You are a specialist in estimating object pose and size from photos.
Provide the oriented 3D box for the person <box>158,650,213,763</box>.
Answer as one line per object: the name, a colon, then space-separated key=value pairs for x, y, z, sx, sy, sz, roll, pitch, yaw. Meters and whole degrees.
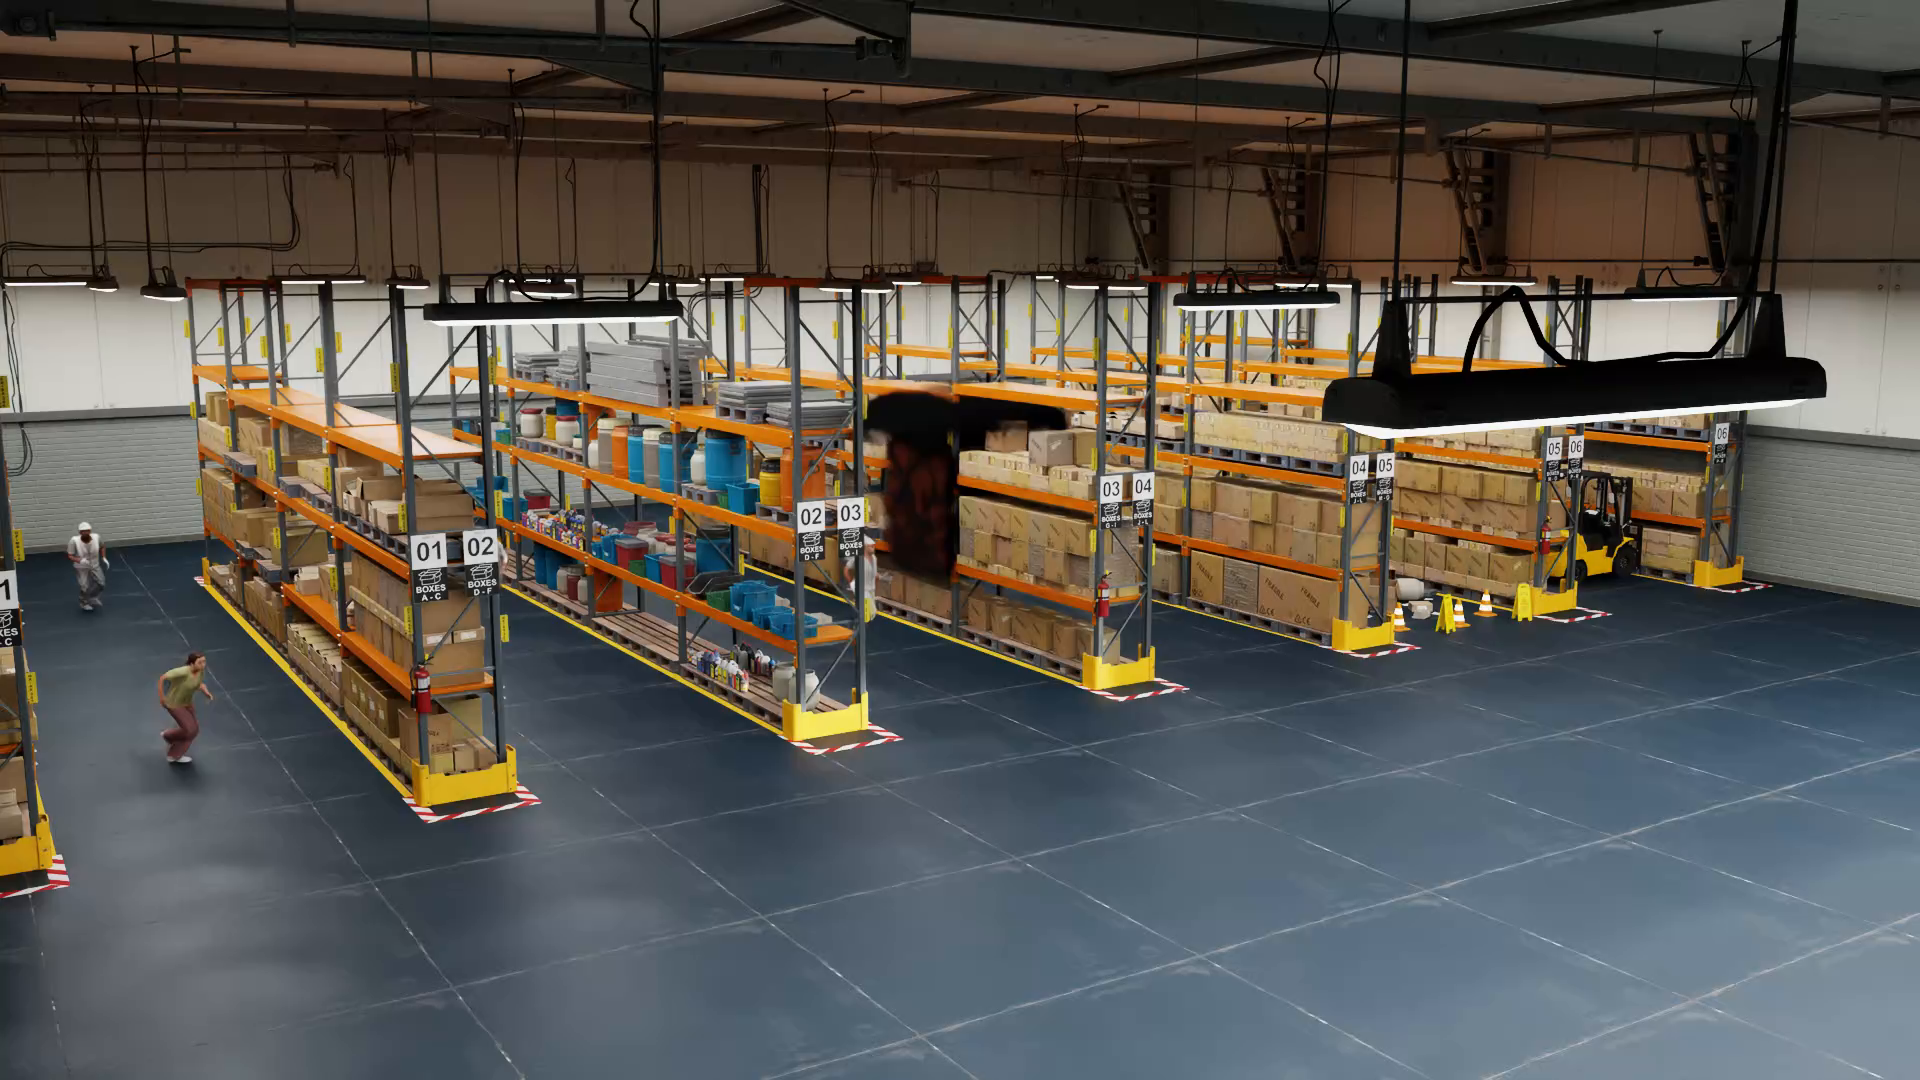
person: x=-9.822 y=2.115 z=21.002 sx=0.766 sy=1.494 sz=0.606 roll=3 pitch=10 yaw=20

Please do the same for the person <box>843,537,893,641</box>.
person: x=-1.496 y=0.819 z=26.717 sx=0.679 sy=1.732 sz=0.666 roll=7 pitch=12 yaw=35

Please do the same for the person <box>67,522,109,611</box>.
person: x=-15.789 y=0.485 z=30.143 sx=0.703 sy=1.666 sz=0.769 roll=-9 pitch=13 yaw=-44

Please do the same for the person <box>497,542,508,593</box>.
person: x=-8.355 y=0.605 z=29.694 sx=0.556 sy=1.604 sz=0.800 roll=-5 pitch=11 yaw=-28

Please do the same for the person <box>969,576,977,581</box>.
person: x=0.560 y=0.078 z=31.547 sx=0.703 sy=1.727 sz=1.032 roll=-9 pitch=13 yaw=-43
